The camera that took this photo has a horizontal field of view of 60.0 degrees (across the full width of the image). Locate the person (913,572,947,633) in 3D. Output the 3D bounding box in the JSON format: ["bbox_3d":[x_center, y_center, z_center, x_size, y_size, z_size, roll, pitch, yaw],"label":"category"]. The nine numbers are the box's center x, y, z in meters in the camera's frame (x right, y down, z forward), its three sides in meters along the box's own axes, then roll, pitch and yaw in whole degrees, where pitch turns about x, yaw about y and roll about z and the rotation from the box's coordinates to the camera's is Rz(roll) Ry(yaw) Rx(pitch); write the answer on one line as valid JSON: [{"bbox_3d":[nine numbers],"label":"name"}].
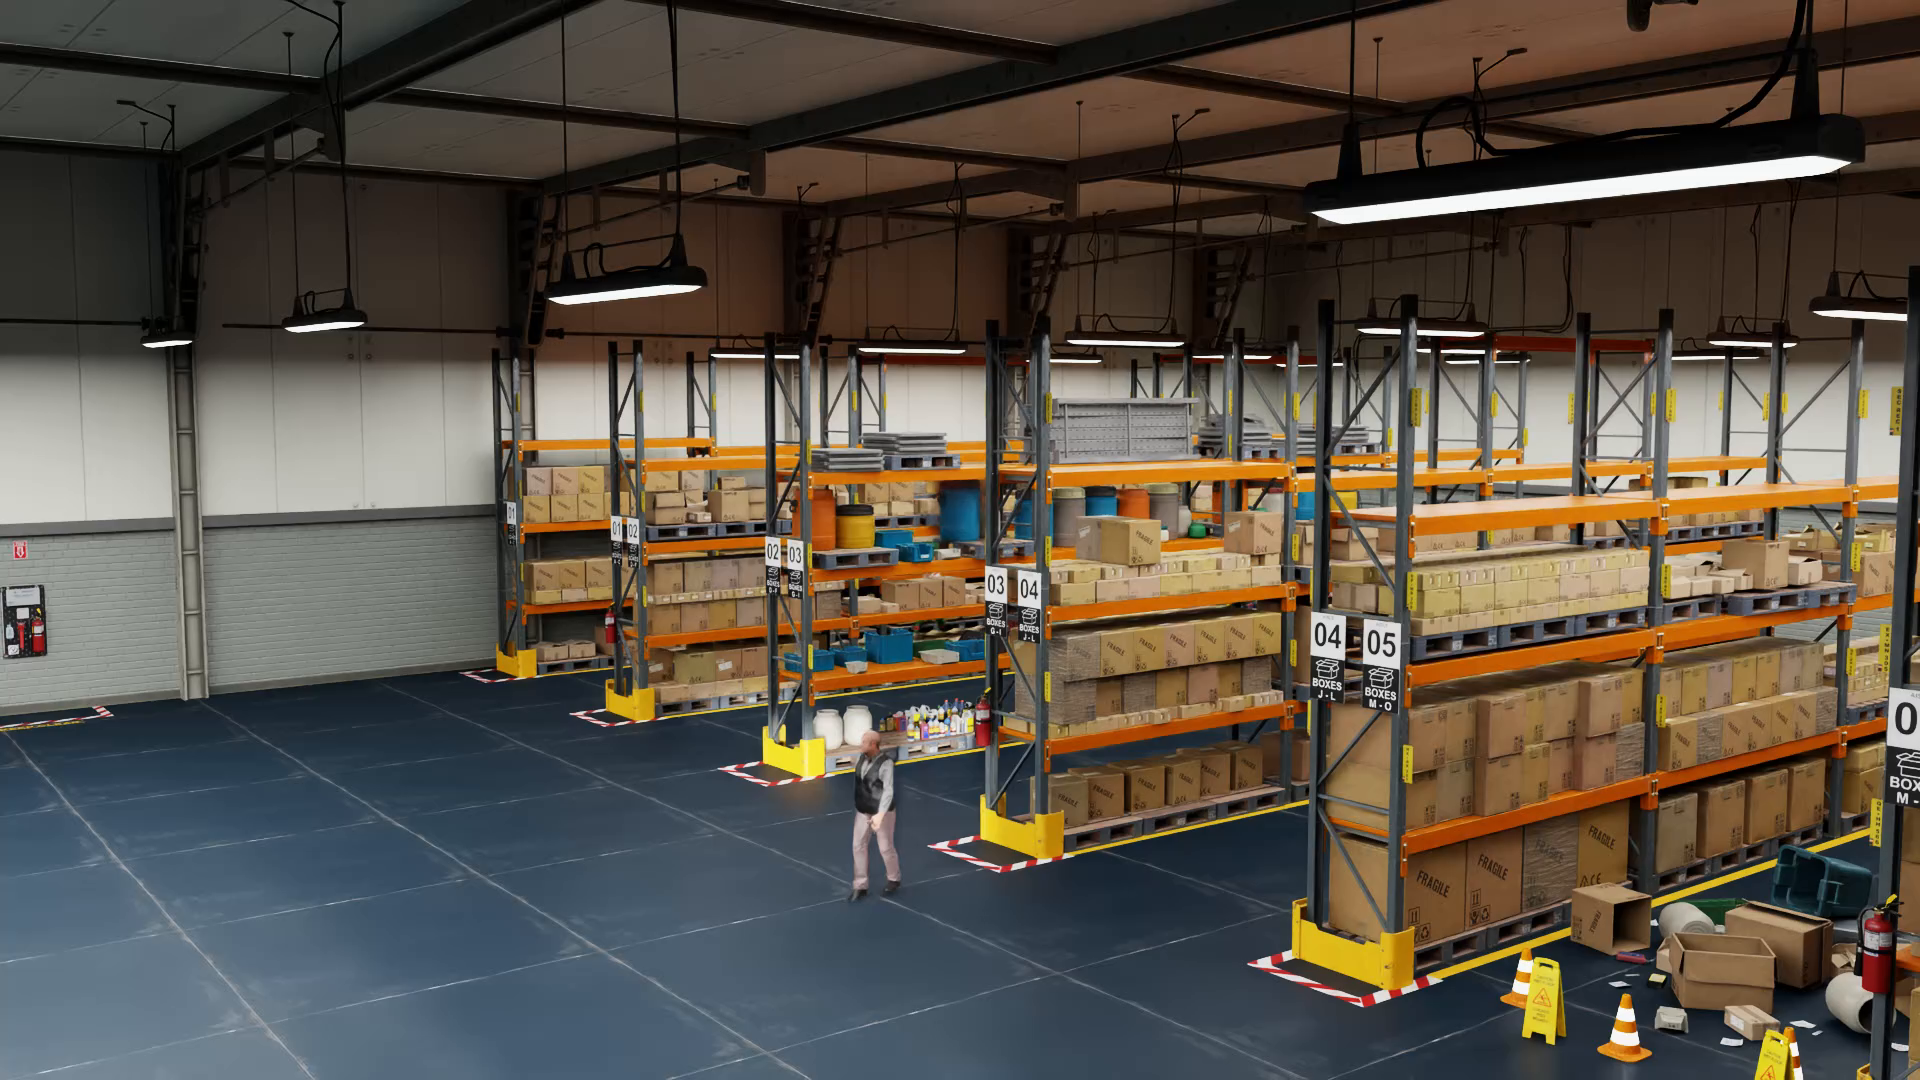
[{"bbox_3d":[-0.704,1.255,34.312,0.629,1.721,1.050,5,7,43],"label":"person"}]

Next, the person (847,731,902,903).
[{"bbox_3d":[-0.884,2.834,17.080,0.565,1.777,0.697,4,6,36],"label":"person"}]
